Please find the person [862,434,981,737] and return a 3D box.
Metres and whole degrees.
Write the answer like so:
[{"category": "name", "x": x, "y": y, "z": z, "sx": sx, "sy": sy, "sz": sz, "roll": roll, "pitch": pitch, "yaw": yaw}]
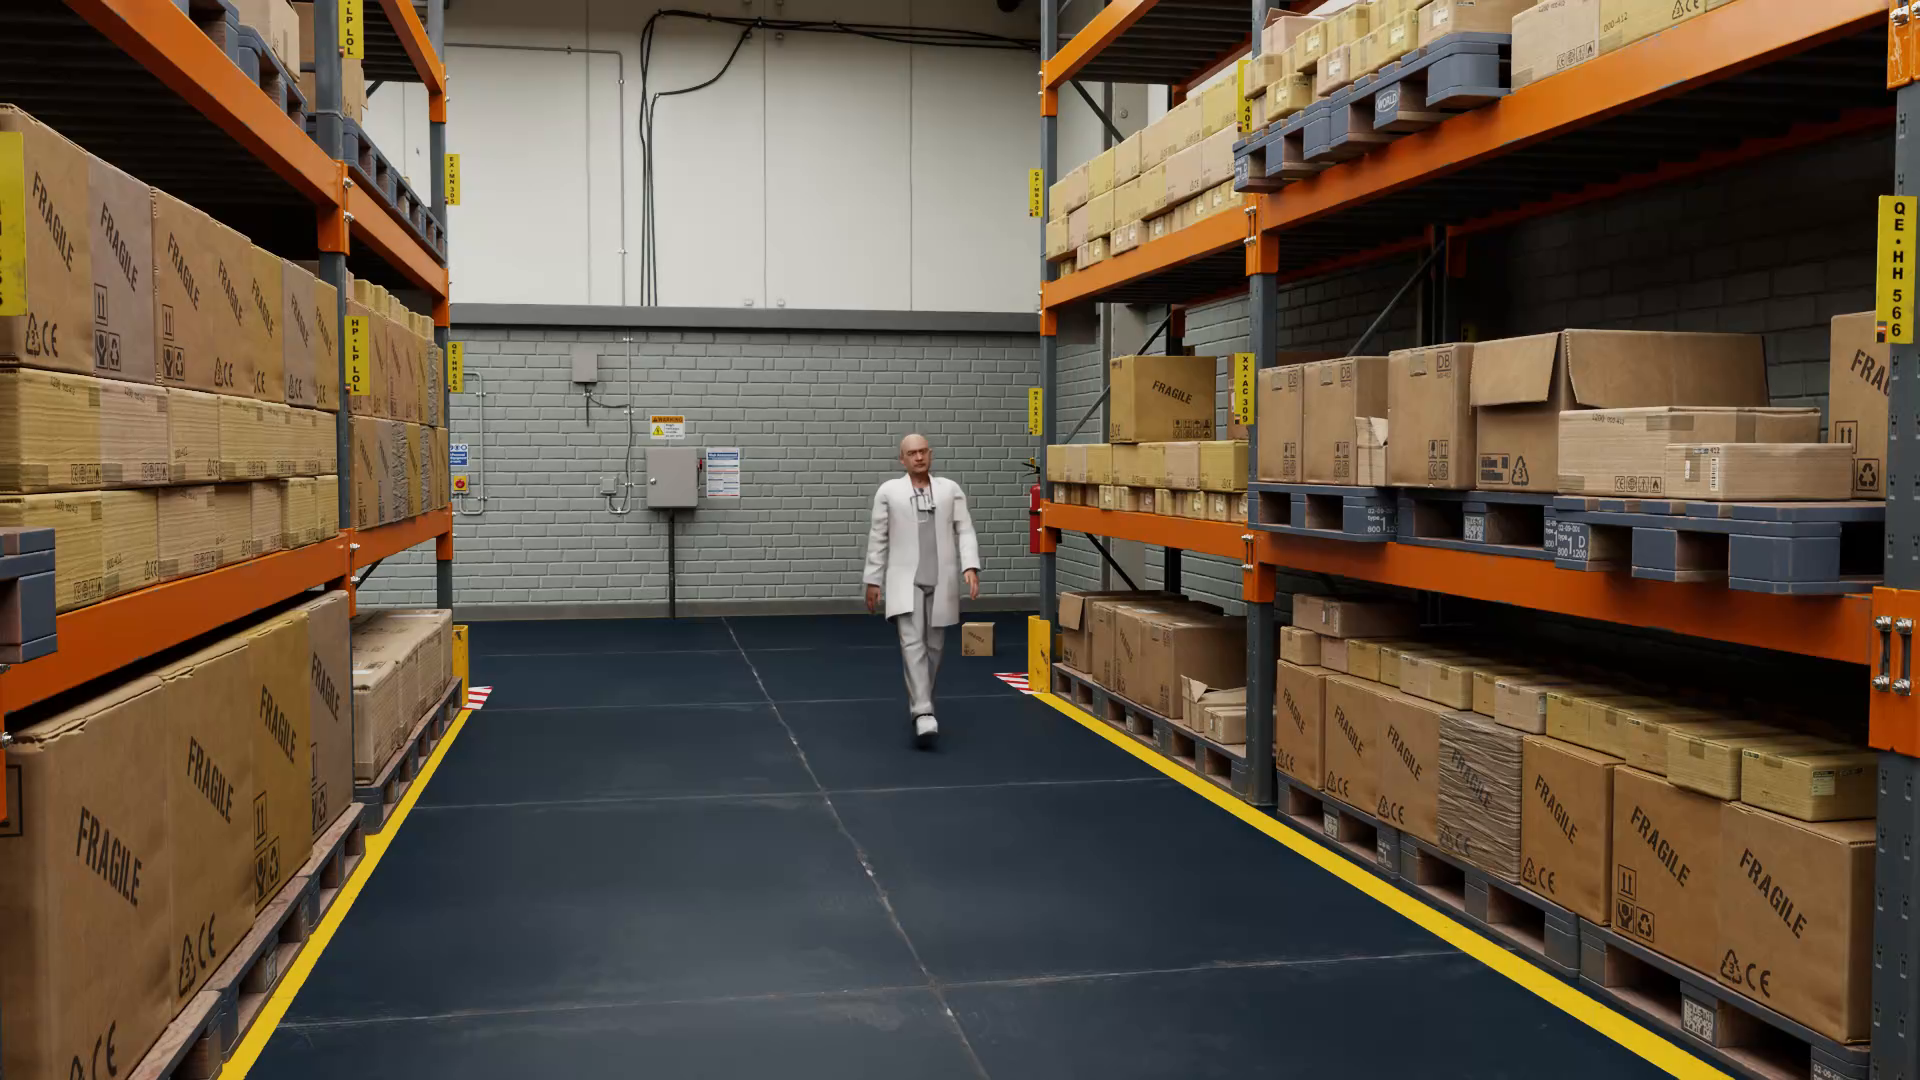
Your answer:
[{"category": "person", "x": -0.176, "y": 0.263, "z": 9.573, "sx": 0.639, "sy": 1.749, "sz": 0.981, "roll": -1, "pitch": 3, "yaw": -17}]
